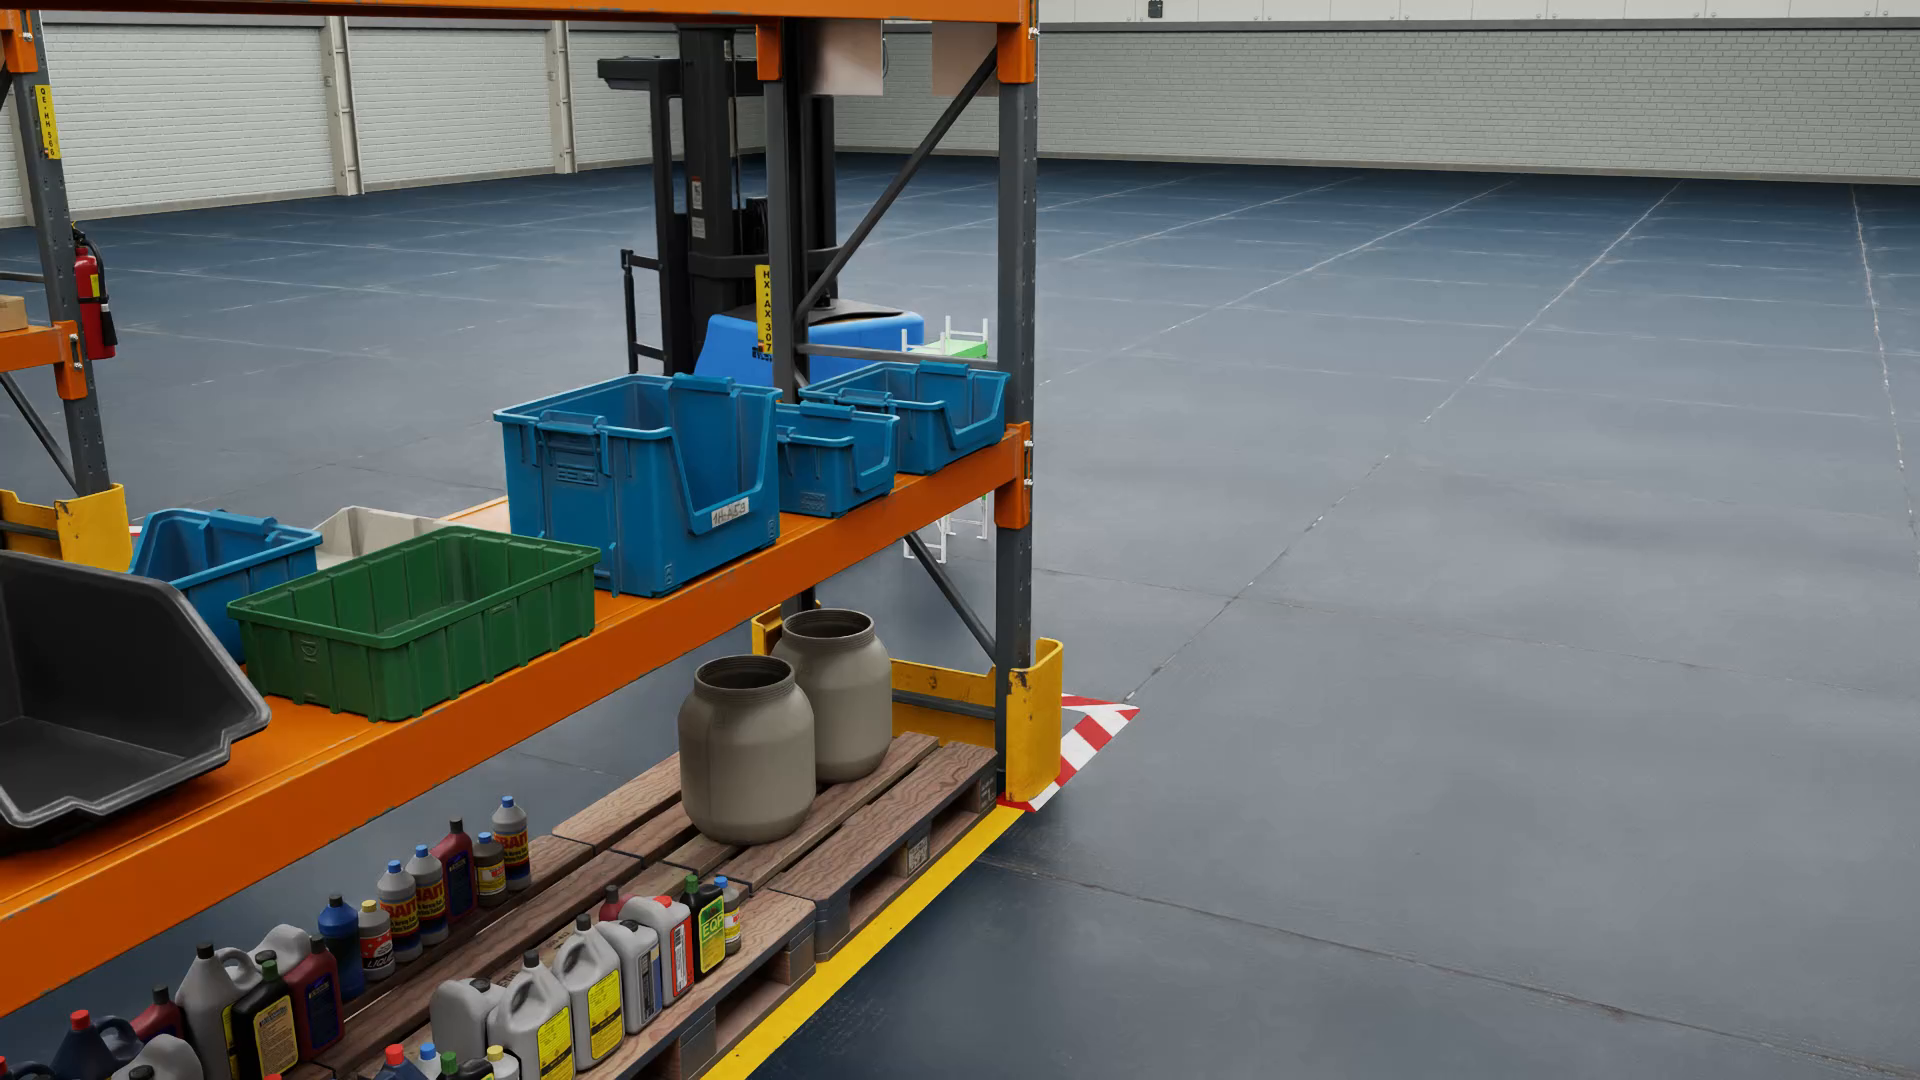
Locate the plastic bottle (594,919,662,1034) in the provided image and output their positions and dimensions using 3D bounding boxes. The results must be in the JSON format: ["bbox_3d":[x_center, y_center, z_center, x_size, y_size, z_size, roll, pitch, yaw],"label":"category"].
[{"bbox_3d":[-0.843,1.070,4.166,0.152,0.276,0.135,8,18,24],"label":"plastic bottle"}]

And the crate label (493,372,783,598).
[{"bbox_3d":[-0.796,-0.159,4.228,0.502,0.435,0.616,8,18,25],"label":"crate label"}]

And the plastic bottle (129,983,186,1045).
[{"bbox_3d":[-1.851,1.169,3.819,0.061,0.283,0.133,9,19,29],"label":"plastic bottle"}]

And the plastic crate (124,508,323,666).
[{"bbox_3d":[-1.751,0.129,3.583,0.499,0.251,0.616,8,18,25],"label":"plastic crate"}]

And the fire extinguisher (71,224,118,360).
[{"bbox_3d":[-4.183,-1.208,7.960,0.296,0.674,0.183,8,18,25],"label":"fire extinguisher"}]

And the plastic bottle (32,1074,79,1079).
[{"bbox_3d":[-1.844,1.251,3.425,0.144,0.351,0.185,8,18,25],"label":"plastic bottle"}]

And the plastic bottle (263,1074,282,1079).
[{"bbox_3d":[-1.400,1.262,3.388,0.144,0.351,0.185,8,18,25],"label":"plastic bottle"}]

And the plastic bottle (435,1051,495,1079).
[{"bbox_3d":[-1.075,1.228,3.621,0.061,0.283,0.133,9,19,28],"label":"plastic bottle"}]

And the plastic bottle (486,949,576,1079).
[{"bbox_3d":[-0.996,1.124,3.852,0.144,0.351,0.185,8,18,25],"label":"plastic bottle"}]

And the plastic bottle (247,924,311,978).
[{"bbox_3d":[-1.666,1.096,4.077,0.152,0.276,0.135,8,19,26],"label":"plastic bottle"}]

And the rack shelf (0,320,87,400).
[{"bbox_3d":[-5.540,-0.421,6.436,1.077,0.370,4.000,8,18,25],"label":"rack shelf"}]

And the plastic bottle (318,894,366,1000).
[{"bbox_3d":[-1.593,1.039,4.278,0.097,0.271,0.097,0,17,0],"label":"plastic bottle"}]

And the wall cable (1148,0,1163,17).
[{"bbox_3d":[5.319,-14.622,36.475,2.305,6.003,0.169,8,18,25],"label":"wall cable"}]

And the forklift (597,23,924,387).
[{"bbox_3d":[-1.515,-1.934,10.388,1.130,2.935,3.031,-13,21,-37],"label":"forklift"}]

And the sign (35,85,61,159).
[{"bbox_3d":[-4.159,-1.906,7.584,0.100,0.325,0.005,8,18,25],"label":"sign"}]

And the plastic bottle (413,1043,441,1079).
[{"bbox_3d":[-1.154,1.228,3.641,0.097,0.271,0.097,0,17,0],"label":"plastic bottle"}]

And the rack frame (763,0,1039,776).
[{"bbox_3d":[-0.215,-0.645,5.927,1.000,3.000,0.127,8,18,25],"label":"rack frame"}]

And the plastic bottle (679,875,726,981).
[{"bbox_3d":[-0.680,1.002,4.380,0.061,0.283,0.133,9,19,27],"label":"plastic bottle"}]

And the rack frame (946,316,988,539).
[{"bbox_3d":[0.035,-0.595,8.921,0.240,1.200,0.015,8,18,25],"label":"rack frame"}]

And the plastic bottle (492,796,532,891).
[{"bbox_3d":[-1.304,0.874,4.832,0.097,0.271,0.097,0,17,0],"label":"plastic bottle"}]

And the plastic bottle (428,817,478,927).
[{"bbox_3d":[-1.422,0.924,4.644,0.061,0.283,0.133,8,19,26],"label":"plastic bottle"}]

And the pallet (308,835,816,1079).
[{"bbox_3d":[-1.121,1.233,4.502,1.003,0.211,1.213,8,18,25],"label":"pallet"}]

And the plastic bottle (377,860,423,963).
[{"bbox_3d":[-1.502,0.987,4.452,0.097,0.271,0.097,0,17,0],"label":"plastic bottle"}]

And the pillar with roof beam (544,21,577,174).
[{"bbox_3d":[-4.496,-11.545,32.089,9.100,9.000,0.400,8,18,25],"label":"pillar with roof beam"}]

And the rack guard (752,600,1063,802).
[{"bbox_3d":[-0.207,0.579,6.198,1.175,0.500,0.348,8,18,25],"label":"rack guard"}]

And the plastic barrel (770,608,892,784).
[{"bbox_3d":[-0.441,0.524,5.624,0.421,0.512,0.421,0,17,0],"label":"plastic barrel"}]

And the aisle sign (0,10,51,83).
[{"bbox_3d":[-4.350,-2.499,7.603,0.394,0.787,0.004,8,18,25],"label":"aisle sign"}]

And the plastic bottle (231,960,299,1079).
[{"bbox_3d":[-1.639,1.140,3.916,0.061,0.283,0.133,8,18,25],"label":"plastic bottle"}]

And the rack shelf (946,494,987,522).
[{"bbox_3d":[-0.074,-0.242,8.798,0.258,0.148,0.480,8,18,25],"label":"rack shelf"}]

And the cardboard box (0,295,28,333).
[{"bbox_3d":[-4.589,-1.056,7.752,0.380,0.149,0.250,8,18,25],"label":"cardboard box"}]

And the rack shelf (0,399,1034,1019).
[{"bbox_3d":[-1.109,0.209,4.314,1.077,0.370,4.000,8,18,25],"label":"rack shelf"}]

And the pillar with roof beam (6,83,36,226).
[{"bbox_3d":[-9.858,-8.488,21.798,9.100,9.000,0.400,8,18,25],"label":"pillar with roof beam"}]

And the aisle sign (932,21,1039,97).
[{"bbox_3d":[0.083,-1.872,5.491,0.394,0.787,0.004,8,18,25],"label":"aisle sign"}]

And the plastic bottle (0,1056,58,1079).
[{"bbox_3d":[-1.973,1.232,3.487,0.144,0.351,0.185,8,18,24],"label":"plastic bottle"}]

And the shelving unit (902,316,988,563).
[{"bbox_3d":[-0.074,-0.533,8.712,0.258,1.200,0.503,8,18,25],"label":"shelving unit"}]

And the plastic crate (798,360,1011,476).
[{"bbox_3d":[-0.171,-0.408,5.391,0.499,0.251,0.616,8,18,25],"label":"plastic crate"}]
